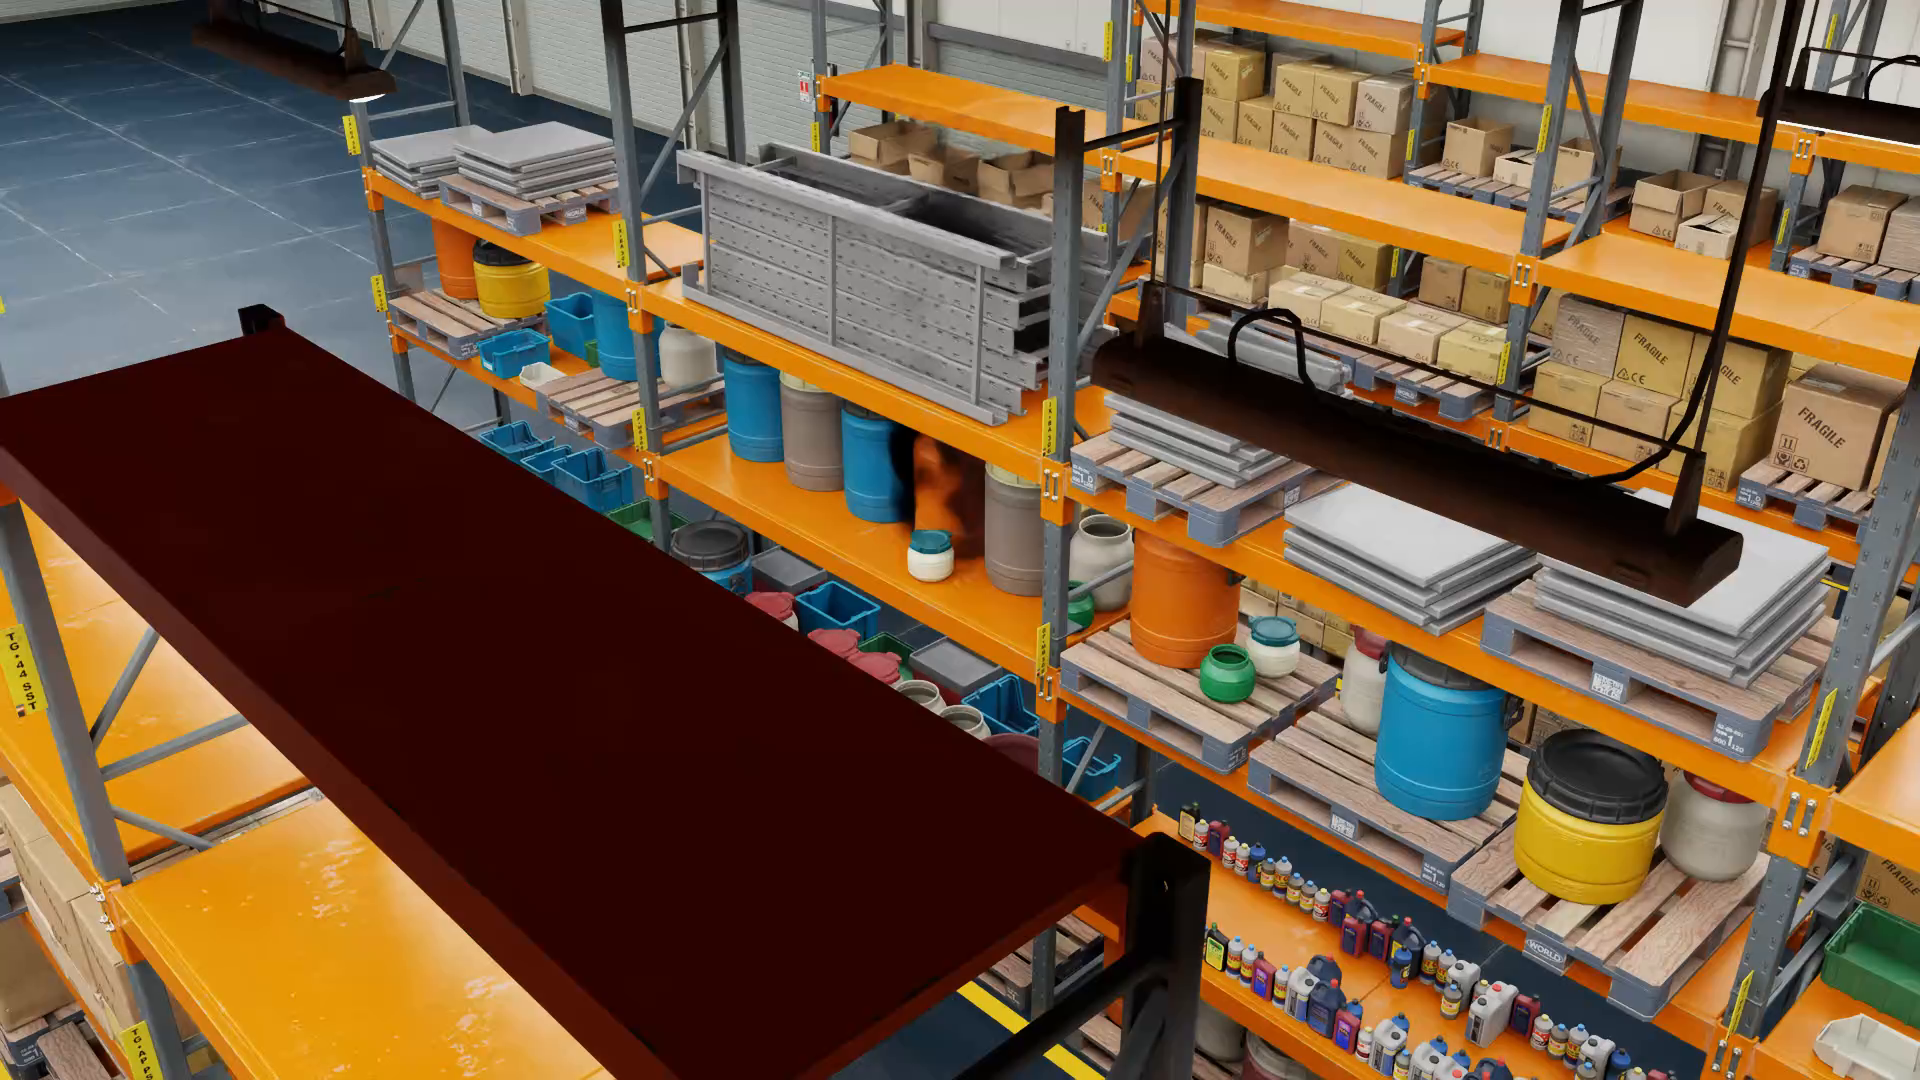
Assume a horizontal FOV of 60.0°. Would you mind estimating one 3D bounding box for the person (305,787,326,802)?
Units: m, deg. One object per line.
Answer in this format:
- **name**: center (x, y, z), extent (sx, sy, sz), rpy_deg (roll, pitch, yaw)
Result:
- **person**: center (-4.231, 1.837, 10.988), extent (0.601, 1.722, 0.664), rpy_deg (21, 35, 34)
